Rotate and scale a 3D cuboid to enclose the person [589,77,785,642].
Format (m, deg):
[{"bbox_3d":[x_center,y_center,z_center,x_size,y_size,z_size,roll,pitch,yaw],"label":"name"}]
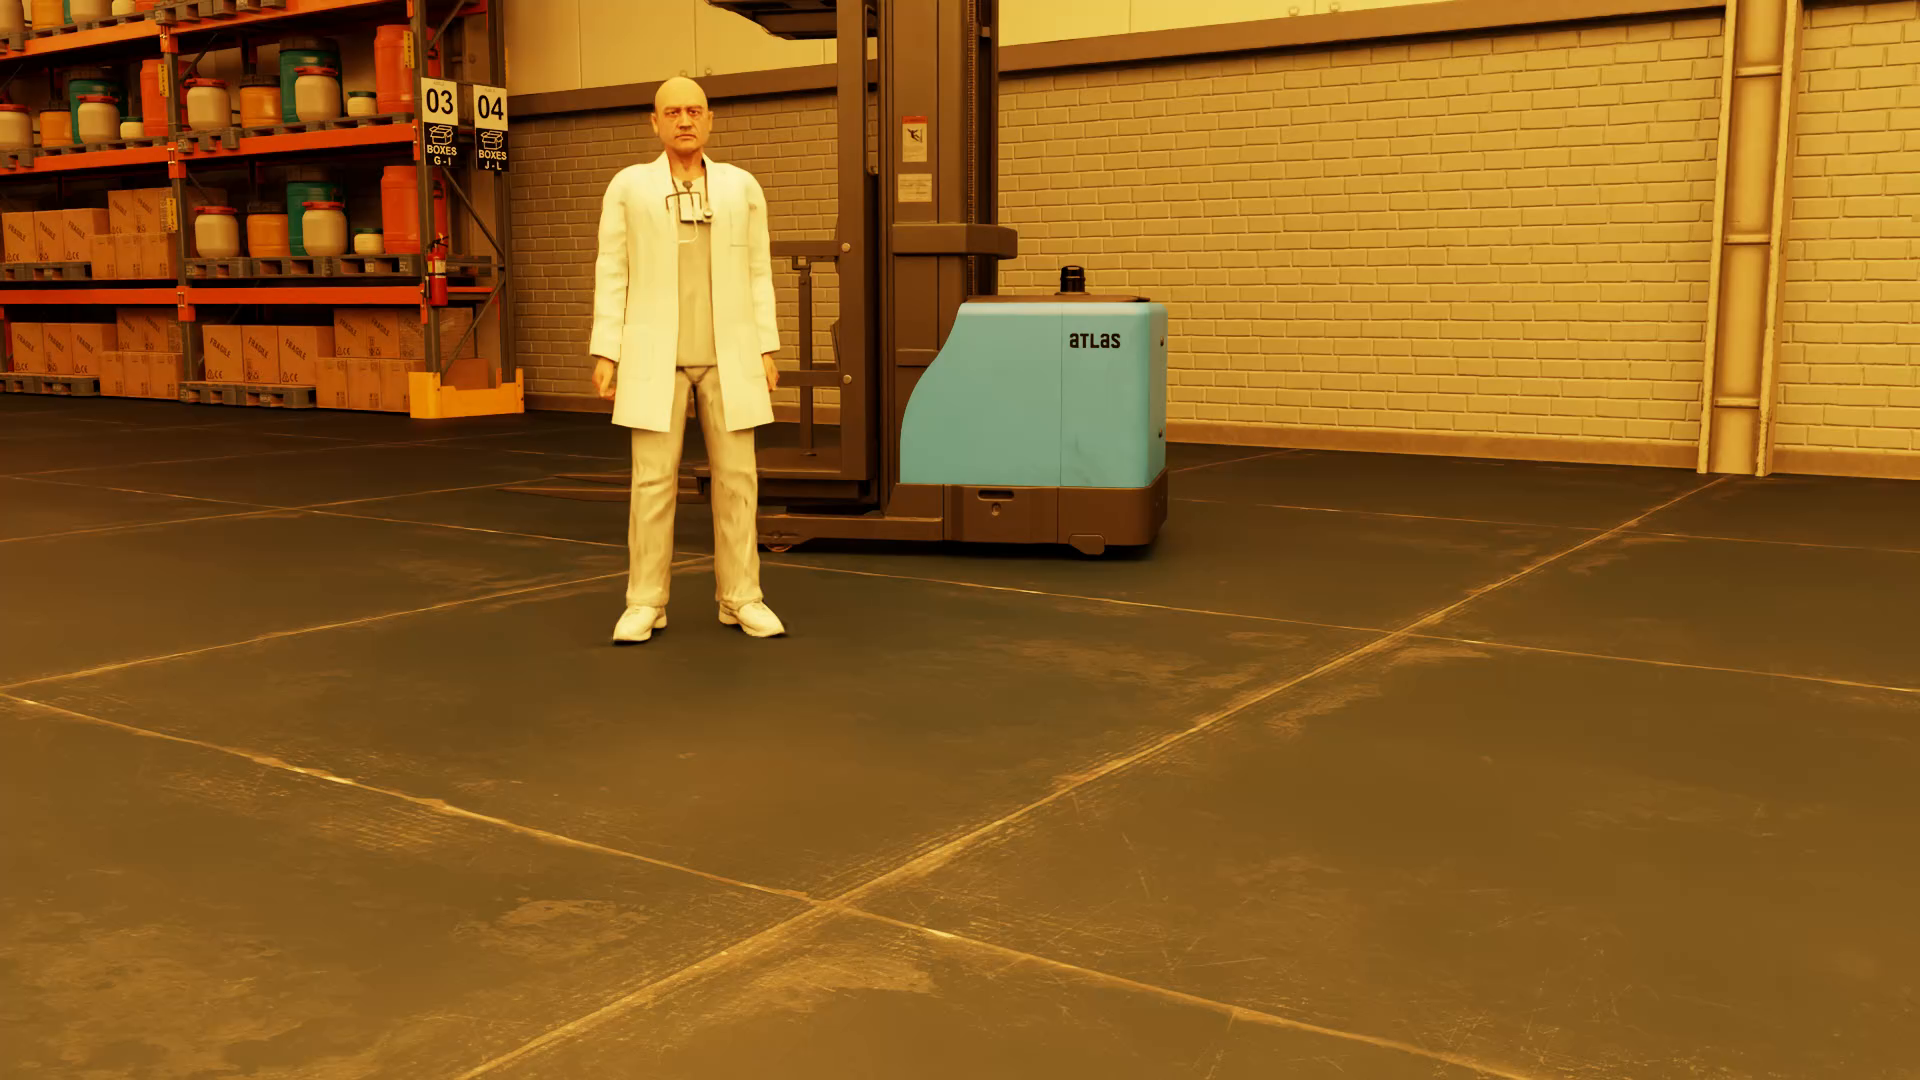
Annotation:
[{"bbox_3d":[-0.872,-0.574,5.344,0.618,1.784,0.372,-2,8,-16],"label":"person"}]

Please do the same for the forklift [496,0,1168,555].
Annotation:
[{"bbox_3d":[-0.596,-1.469,7.520,3.031,2.935,1.130,2,8,12],"label":"forklift"}]
